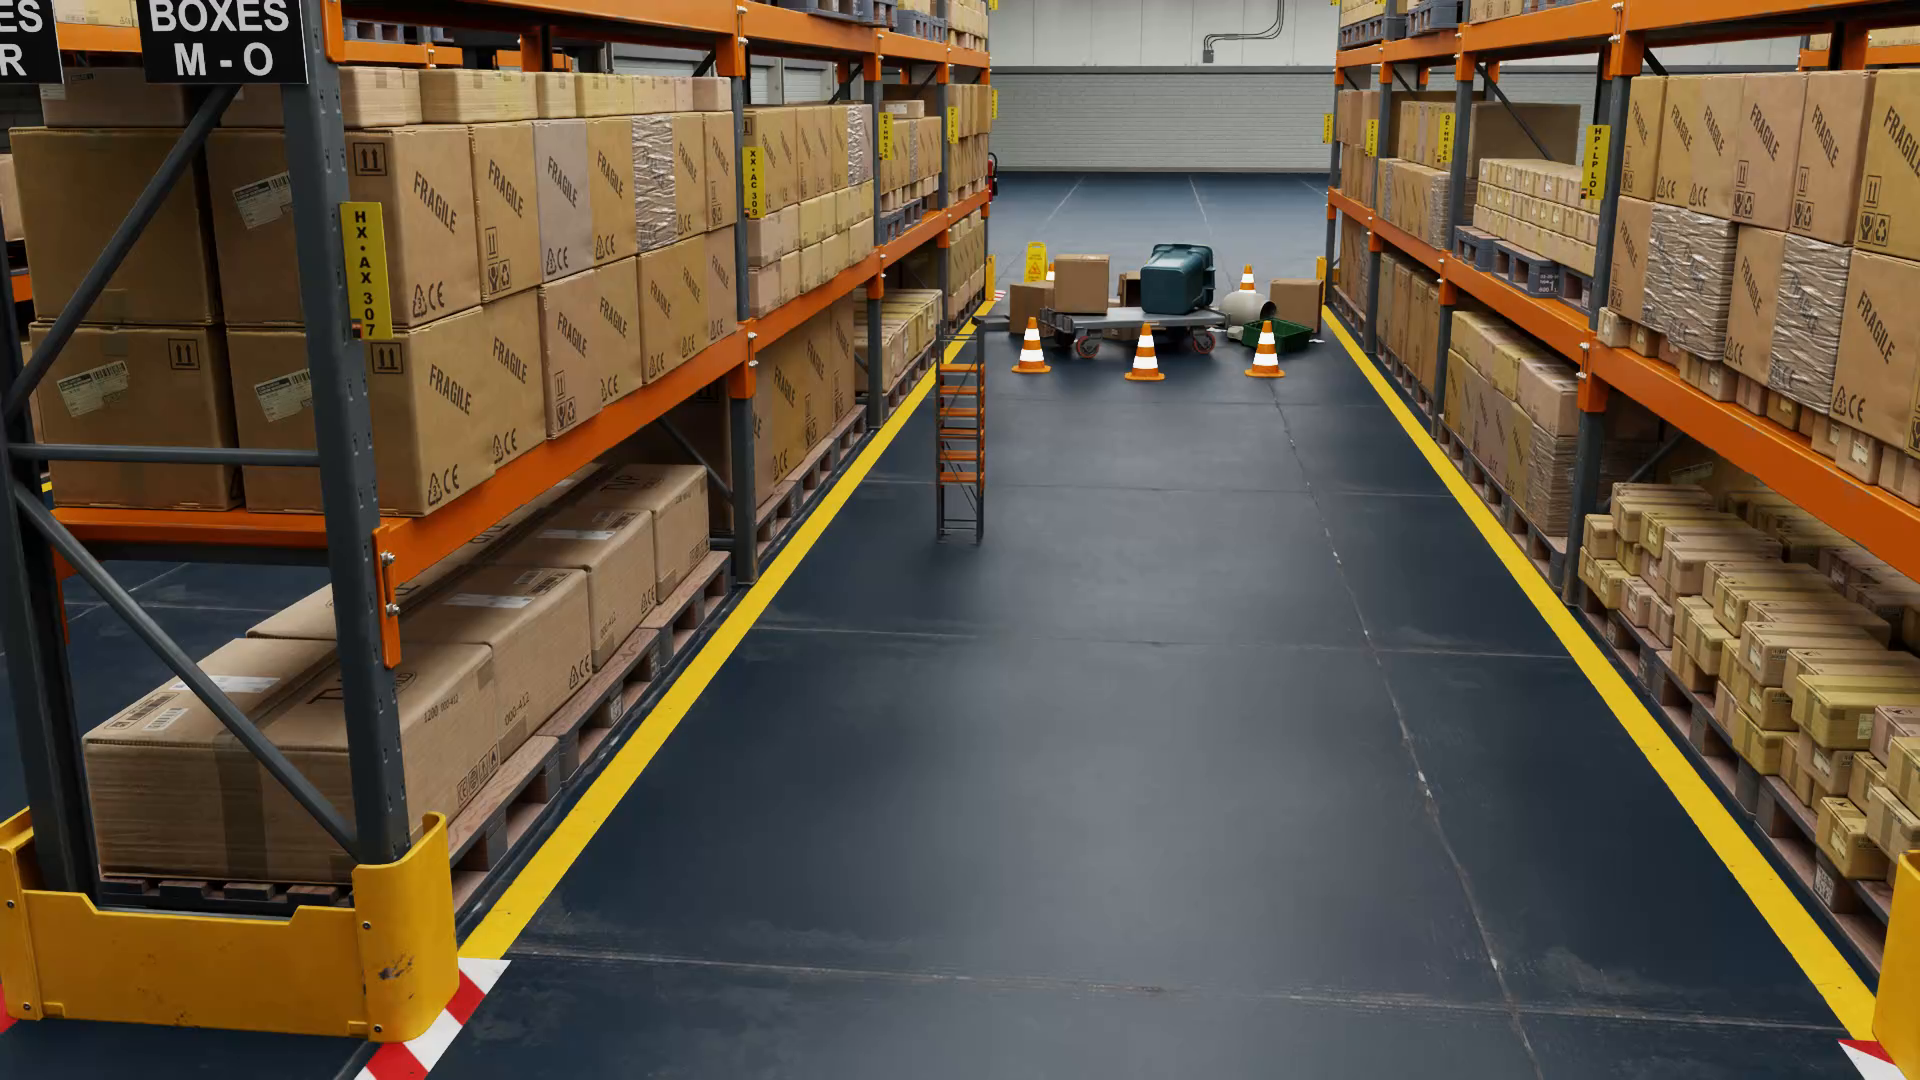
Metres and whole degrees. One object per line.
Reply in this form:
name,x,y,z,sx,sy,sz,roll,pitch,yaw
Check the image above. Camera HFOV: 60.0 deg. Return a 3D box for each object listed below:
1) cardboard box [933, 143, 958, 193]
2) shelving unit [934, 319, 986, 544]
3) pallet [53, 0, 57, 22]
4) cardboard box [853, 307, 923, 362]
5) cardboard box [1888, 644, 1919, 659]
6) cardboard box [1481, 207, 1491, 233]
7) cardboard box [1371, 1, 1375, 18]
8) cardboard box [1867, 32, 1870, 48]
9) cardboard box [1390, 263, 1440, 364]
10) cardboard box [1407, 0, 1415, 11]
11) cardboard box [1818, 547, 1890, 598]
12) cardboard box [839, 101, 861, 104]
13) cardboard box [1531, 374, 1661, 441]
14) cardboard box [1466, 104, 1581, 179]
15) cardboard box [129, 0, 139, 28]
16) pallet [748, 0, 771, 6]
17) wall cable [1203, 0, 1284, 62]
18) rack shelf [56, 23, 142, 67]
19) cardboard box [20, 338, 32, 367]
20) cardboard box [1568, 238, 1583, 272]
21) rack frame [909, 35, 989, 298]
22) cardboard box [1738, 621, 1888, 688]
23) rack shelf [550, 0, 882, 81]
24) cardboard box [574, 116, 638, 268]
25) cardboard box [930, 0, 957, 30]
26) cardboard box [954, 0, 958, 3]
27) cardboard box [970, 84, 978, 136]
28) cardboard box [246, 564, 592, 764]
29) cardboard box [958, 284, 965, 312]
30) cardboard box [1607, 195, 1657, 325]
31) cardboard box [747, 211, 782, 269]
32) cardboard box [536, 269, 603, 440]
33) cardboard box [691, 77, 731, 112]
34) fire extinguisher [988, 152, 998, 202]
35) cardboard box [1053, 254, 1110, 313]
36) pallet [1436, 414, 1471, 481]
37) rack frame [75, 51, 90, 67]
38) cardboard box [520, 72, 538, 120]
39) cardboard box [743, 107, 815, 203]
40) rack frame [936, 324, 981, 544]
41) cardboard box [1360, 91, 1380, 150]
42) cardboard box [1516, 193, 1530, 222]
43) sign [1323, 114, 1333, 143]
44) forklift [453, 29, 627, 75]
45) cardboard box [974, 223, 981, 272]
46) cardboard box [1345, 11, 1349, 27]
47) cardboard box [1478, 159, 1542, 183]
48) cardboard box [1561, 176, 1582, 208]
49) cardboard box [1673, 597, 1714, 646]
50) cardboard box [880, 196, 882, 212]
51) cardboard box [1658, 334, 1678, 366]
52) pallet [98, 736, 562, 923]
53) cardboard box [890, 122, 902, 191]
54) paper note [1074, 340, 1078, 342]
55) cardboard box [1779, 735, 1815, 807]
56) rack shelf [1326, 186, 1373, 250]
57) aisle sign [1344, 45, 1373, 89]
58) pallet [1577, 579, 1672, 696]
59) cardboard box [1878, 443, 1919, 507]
cardboard box,-0.292,-3.616,16.025,0.500,0.500,0.500,2,15,6
shelving unit,0.002,-0.583,9.019,0.258,1.200,0.189,2,15,6
pallet,-6.197,-3.182,9.795,1.213,0.211,1.003,2,15,6
cardboard box,-0.830,-1.749,14.113,0.950,0.372,0.625,2,15,8
cardboard box,3.360,0.474,5.751,0.380,0.149,0.250,2,15,9
cardboard box,3.578,-2.063,10.720,0.380,0.149,0.250,2,15,9
cardboard box,4.090,-5.012,15.691,0.380,0.149,0.250,2,15,7
cardboard box,9.256,-5.059,16.667,0.500,0.250,0.500,2,15,6
cardboard box,4.218,-1.901,13.952,1.050,0.750,0.750,2,15,6
cardboard box,3.995,-4.683,14.249,0.258,0.266,0.396,1,15,5
cardboard box,3.571,0.133,6.441,0.380,0.149,0.250,1,15,4
cardboard box,-1.044,-3.629,14.028,0.380,0.149,0.250,3,15,9
cardboard box,3.241,-0.682,8.485,0.500,0.250,0.500,1,15,5
cardboard box,3.920,-2.808,11.692,0.700,0.500,0.500,2,15,6
cardboard box,-5.819,-3.661,11.495,0.500,0.250,0.500,1,15,4
pallet,-1.467,-2.838,8.530,0.805,0.209,1.217,1,15,4
wall cable,8.389,-17.106,48.670,2.305,6.003,0.169,2,15,6
rack shelf,-6.228,-3.008,10.170,1.077,0.370,4.000,2,15,6
cardboard box,-6.063,-1.194,10.572,0.380,0.149,0.250,2,15,6
cardboard box,3.315,-1.446,8.438,0.380,0.149,0.250,2,15,6
rack frame,-0.168,-4.355,19.522,1.000,3.000,0.127,2,15,6
cardboard box,2.820,0.385,5.510,0.380,0.149,0.250,2,15,8
rack shelf,-1.296,-2.862,9.633,1.077,0.370,4.000,2,15,6
cardboard box,-1.479,-1.250,5.931,0.500,0.500,0.500,2,15,6
cardboard box,-0.297,-4.943,15.667,0.500,0.250,0.500,1,15,5
cardboard box,-0.220,-5.238,15.994,0.380,0.149,0.250,1,15,4
cardboard box,-0.191,-4.361,16.868,0.700,0.500,0.500,1,15,5
cardboard box,-1.903,0.417,5.978,0.875,0.438,0.875,2,15,8
cardboard box,-0.235,-2.477,17.039,0.500,0.250,0.500,3,15,9
cardboard box,3.102,-1.194,7.070,0.500,0.500,0.500,1,15,5
cardboard box,-1.192,-1.518,8.358,0.500,0.250,0.500,1,15,5
cardboard box,-1.529,-0.633,5.566,0.500,0.500,0.500,2,15,6
cardboard box,-1.240,-1.998,7.454,0.380,0.149,0.250,1,15,5
fire extinguisher,0.303,-4.334,19.592,0.296,0.674,0.183,2,15,6
cardboard box,1.153,-2.432,15.748,0.500,0.500,0.500,2,15,6
pallet,3.770,-0.612,11.021,1.003,0.211,1.213,2,15,6
rack frame,-6.003,-2.426,12.386,1.000,3.000,0.127,2,15,6
cardboard box,-1.567,-1.406,5.266,0.380,0.149,0.250,2,15,7
cardboard box,-1.097,-2.142,9.231,0.500,0.500,0.500,1,15,5
rack frame,-0.009,-0.559,8.932,0.240,1.200,0.006,2,15,6
cardboard box,4.333,-4.033,15.973,0.875,0.550,0.550,2,15,6
cardboard box,3.462,-1.932,9.669,0.380,0.149,0.250,2,15,6
sign,4.212,-4.710,19.023,0.100,0.325,0.005,2,15,6
forklift,-2.860,-2.230,11.793,1.130,2.935,3.031,-1,15,-4
cardboard box,-0.054,-3.242,18.431,0.500,0.500,0.500,2,15,8
cardboard box,4.348,-5.603,17.875,0.380,0.149,0.250,2,15,6
cardboard box,3.614,-2.414,10.880,0.380,0.149,0.250,2,15,6
cardboard box,3.350,-1.807,8.634,0.380,0.149,0.250,2,15,6
cardboard box,2.939,0.328,6.290,0.380,0.149,0.250,2,15,6
cardboard box,-0.784,-2.513,12.386,0.380,0.149,0.250,1,15,3
cardboard box,3.118,-0.798,6.849,0.380,0.149,0.250,1,15,4
pallet,-1.960,0.931,5.315,1.003,0.211,1.213,2,15,6
cardboard box,-0.738,-2.920,12.649,0.500,0.500,0.500,2,15,9
paper note,1.136,-1.972,16.395,0.148,0.019,0.142,2,15,6
cardboard box,2.868,0.745,5.318,0.380,0.149,0.250,2,15,7
rack shelf,4.537,-3.370,17.255,1.077,0.370,4.000,2,15,6
aisle sign,4.472,-5.518,18.841,0.394,0.787,0.004,2,15,6
pallet,3.368,0.398,7.286,1.003,0.211,1.213,2,15,6
cardboard box,2.792,-0.186,4.586,0.380,0.149,0.250,2,15,6
